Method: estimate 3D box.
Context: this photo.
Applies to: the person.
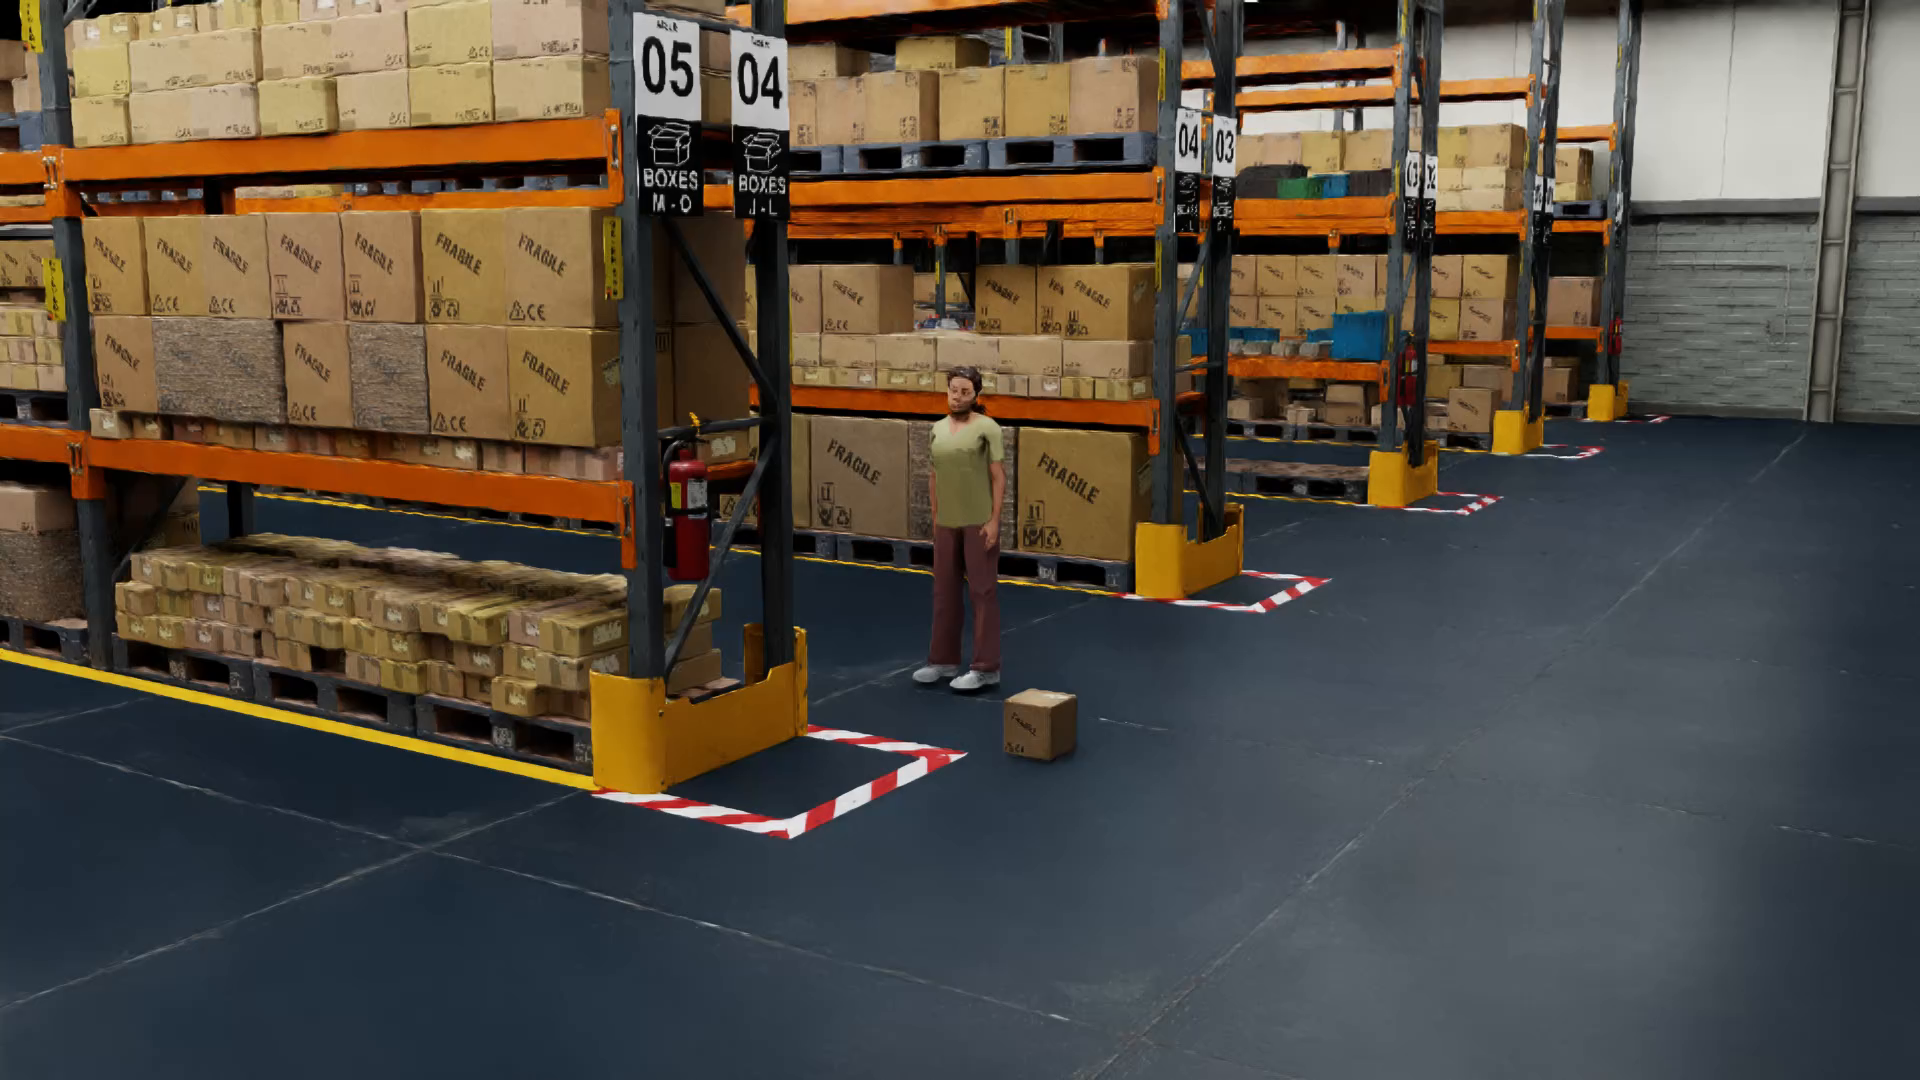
[{"bbox_3d":[0.017,-0.068,8.670,0.490,1.677,0.372,6,11,32],"label":"person"}]
